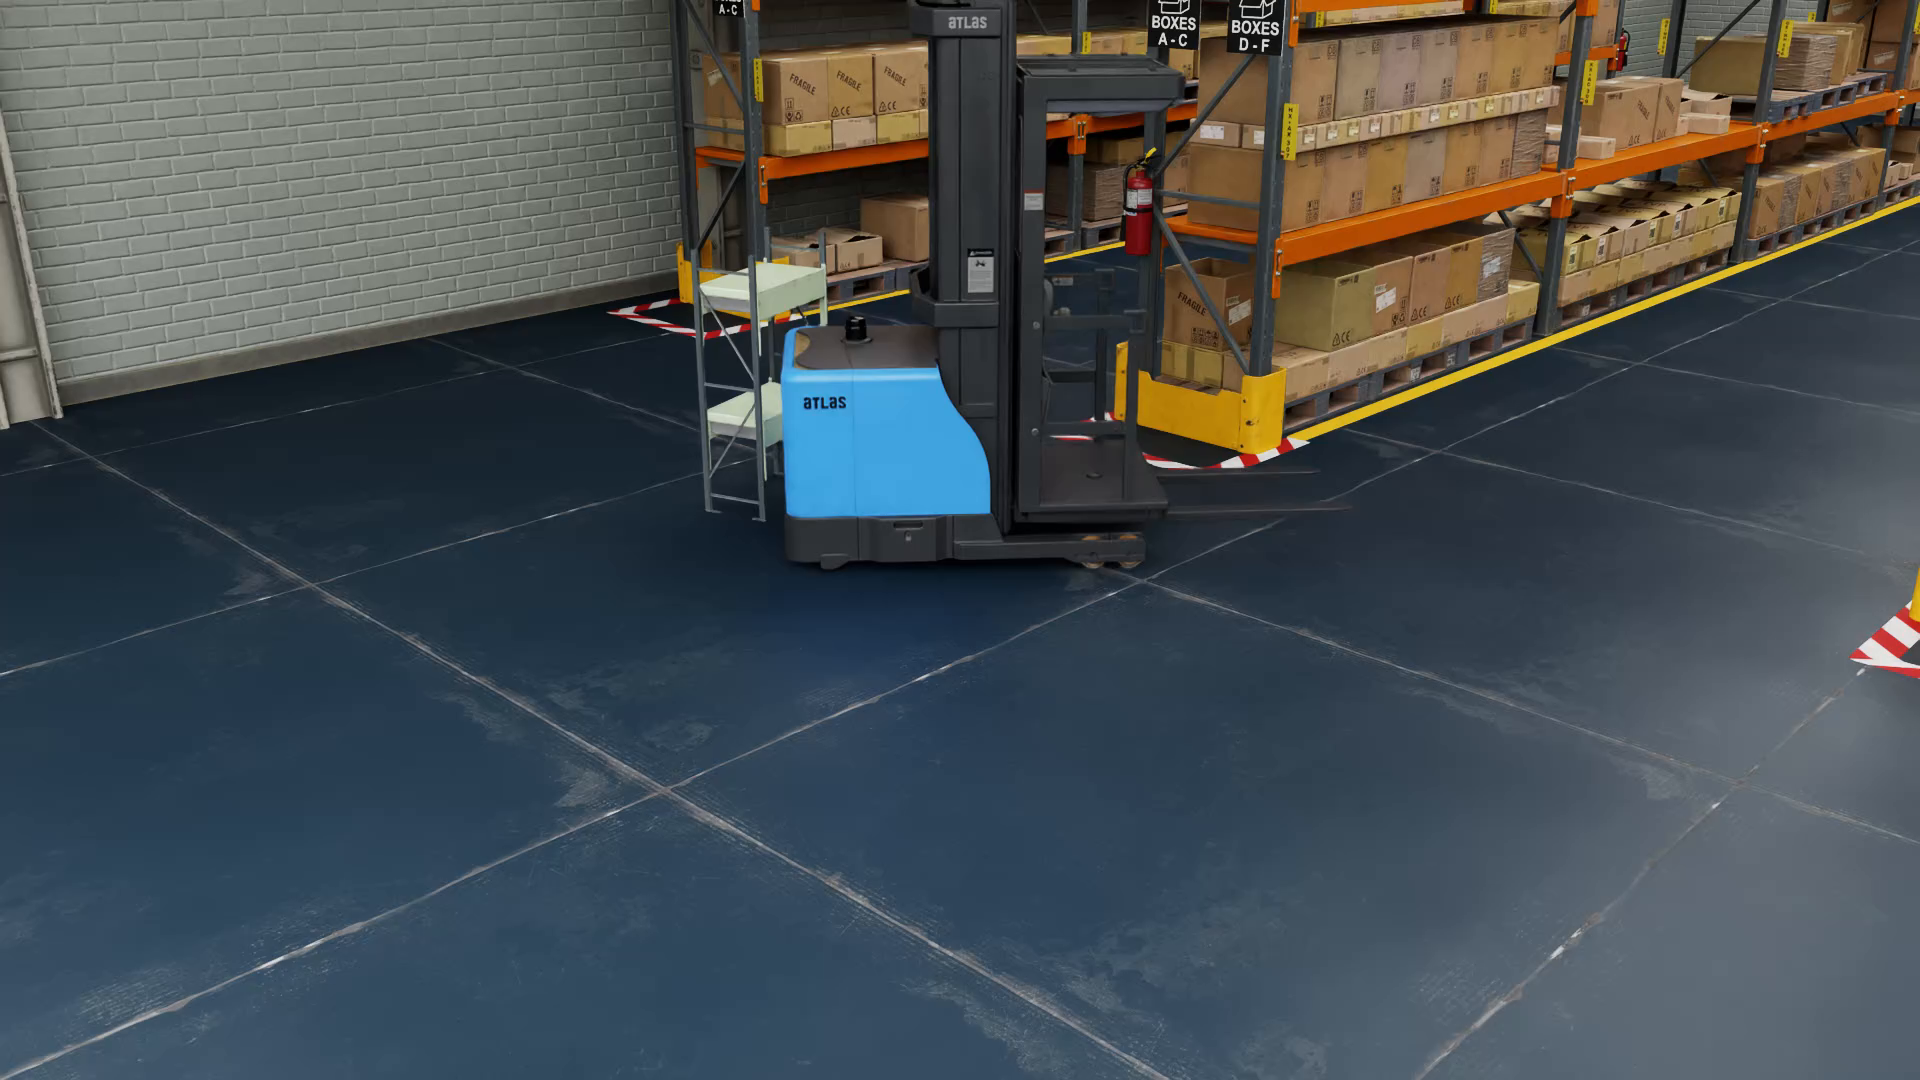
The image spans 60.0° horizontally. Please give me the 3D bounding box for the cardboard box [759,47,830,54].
[{"bbox_3d":[-1.450,-3.956,14.321,0.500,0.500,0.500,-20,29,-41],"label":"cardboard box"}]

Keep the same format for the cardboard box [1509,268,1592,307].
[{"bbox_3d":[4.817,-2.109,13.627,0.500,0.250,0.500,18,28,39],"label":"cardboard box"}]

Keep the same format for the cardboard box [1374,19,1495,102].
[{"bbox_3d":[3.351,-3.432,11.876,0.700,0.500,0.500,19,28,41],"label":"cardboard box"}]

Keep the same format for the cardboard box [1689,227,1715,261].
[{"bbox_3d":[6.599,-2.765,15.336,0.500,0.250,0.500,19,28,40],"label":"cardboard box"}]

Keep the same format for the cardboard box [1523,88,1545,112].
[{"bbox_3d":[4.148,-3.317,12.481,0.380,0.149,0.250,19,28,40],"label":"cardboard box"}]

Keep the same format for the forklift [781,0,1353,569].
[{"bbox_3d":[0.569,-1.410,8.658,3.031,2.935,1.130,-2,21,-4],"label":"forklift"}]

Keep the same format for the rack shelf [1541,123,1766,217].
[{"bbox_3d":[5.753,-3.333,14.567,1.077,0.370,4.000,19,28,41],"label":"rack shelf"}]

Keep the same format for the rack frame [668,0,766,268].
[{"bbox_3d":[-1.985,-3.365,13.649,1.000,3.000,0.127,19,28,41],"label":"rack frame"}]

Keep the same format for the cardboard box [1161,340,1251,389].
[{"bbox_3d":[1.730,-1.251,11.394,0.500,0.250,0.500,19,28,41],"label":"cardboard box"}]

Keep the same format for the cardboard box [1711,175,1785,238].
[{"bbox_3d":[7.670,-3.267,16.263,0.500,0.500,0.500,-19,28,-40],"label":"cardboard box"}]

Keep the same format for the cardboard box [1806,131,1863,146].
[{"bbox_3d":[10.133,-4.467,19.386,0.500,0.500,0.500,19,28,41],"label":"cardboard box"}]

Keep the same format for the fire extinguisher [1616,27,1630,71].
[{"bbox_3d":[9.613,-7.191,24.230,0.296,0.674,0.183,19,28,41],"label":"fire extinguisher"}]

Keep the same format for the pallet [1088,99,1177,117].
[{"bbox_3d":[1.443,-4.464,16.774,1.003,0.211,1.213,19,28,41],"label":"pallet"}]

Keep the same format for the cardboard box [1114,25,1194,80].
[{"bbox_3d":[2.017,-5.086,17.375,0.500,0.500,0.700,-16,26,-35],"label":"cardboard box"}]

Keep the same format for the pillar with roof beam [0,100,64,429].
[{"bbox_3d":[-3.217,-3.942,6.788,9.100,9.000,0.400,19,28,41],"label":"pillar with roof beam"}]

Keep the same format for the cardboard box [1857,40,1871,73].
[{"bbox_3d":[10.103,-5.450,18.934,0.500,0.500,0.500,-20,28,-41],"label":"cardboard box"}]

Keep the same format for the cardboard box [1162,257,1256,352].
[{"bbox_3d":[1.728,-1.601,11.261,0.500,0.500,0.500,19,28,41],"label":"cardboard box"}]

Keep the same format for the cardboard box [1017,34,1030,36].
[{"bbox_3d":[0.328,-4.614,16.034,0.500,0.500,0.500,18,28,39],"label":"cardboard box"}]

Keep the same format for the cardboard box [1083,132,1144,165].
[{"bbox_3d":[1.612,-4.089,17.358,0.500,0.250,0.500,19,28,40],"label":"cardboard box"}]

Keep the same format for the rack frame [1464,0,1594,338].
[{"bbox_3d":[4.358,-3.154,13.100,1.000,3.000,0.127,19,28,41],"label":"rack frame"}]

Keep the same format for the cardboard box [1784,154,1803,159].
[{"bbox_3d":[8.708,-3.920,17.962,0.500,0.500,0.500,20,29,41],"label":"cardboard box"}]

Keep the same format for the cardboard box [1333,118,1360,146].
[{"bbox_3d":[2.353,-2.655,10.757,0.380,0.149,0.250,19,28,41],"label":"cardboard box"}]

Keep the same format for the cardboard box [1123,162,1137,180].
[{"bbox_3d":[1.632,-3.771,17.575,0.700,0.500,0.500,19,28,40],"label":"cardboard box"}]

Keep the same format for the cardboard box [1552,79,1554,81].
[{"bbox_3d":[8.352,-6.557,23.947,0.380,0.149,0.250,19,28,41],"label":"cardboard box"}]

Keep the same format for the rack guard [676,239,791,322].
[{"bbox_3d":[-1.932,-2.218,14.148,1.175,0.500,0.348,19,28,41],"label":"rack guard"}]

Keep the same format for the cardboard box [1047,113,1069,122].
[{"bbox_3d":[0.693,-4.135,15.833,0.500,0.250,0.500,19,28,41],"label":"cardboard box"}]

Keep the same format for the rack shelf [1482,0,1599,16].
[{"bbox_3d":[5.753,-4.733,14.029,1.077,0.370,4.000,19,28,41],"label":"rack shelf"}]

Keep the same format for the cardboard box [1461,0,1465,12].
[{"bbox_3d":[6.244,-6.810,20.986,0.500,0.250,0.500,-19,28,-41],"label":"cardboard box"}]

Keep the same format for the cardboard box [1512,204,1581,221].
[{"bbox_3d":[5.143,-2.768,14.560,0.500,0.311,0.500,19,28,40],"label":"cardboard box"}]

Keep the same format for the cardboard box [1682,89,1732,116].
[{"bbox_3d":[6.863,-4.058,15.577,0.500,0.311,0.500,-18,27,-39],"label":"cardboard box"}]

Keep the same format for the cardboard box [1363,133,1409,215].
[{"bbox_3d":[2.616,-2.552,11.394,0.700,0.500,0.500,19,28,41],"label":"cardboard box"}]

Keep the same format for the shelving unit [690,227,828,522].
[{"bbox_3d":[-1.108,-0.954,9.465,0.431,1.500,0.755,10,23,24],"label":"shelving unit"}]

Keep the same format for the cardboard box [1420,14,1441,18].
[{"bbox_3d":[5.540,-6.202,20.448,0.500,0.500,0.500,19,28,41],"label":"cardboard box"}]

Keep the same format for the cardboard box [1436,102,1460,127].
[{"bbox_3d":[3.251,-2.985,11.617,0.250,0.149,0.380,-19,28,-40],"label":"cardboard box"}]

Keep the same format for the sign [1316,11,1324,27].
[{"bbox_3d":[3.992,-5.792,18.458,0.100,0.325,0.005,19,28,41],"label":"sign"}]

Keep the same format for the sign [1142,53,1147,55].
[{"bbox_3d":[1.188,-2.917,10.538,0.100,0.325,0.005,19,28,41],"label":"sign"}]

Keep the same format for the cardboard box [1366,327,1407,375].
[{"bbox_3d":[2.796,-1.379,11.728,0.500,0.250,0.500,19,28,41],"label":"cardboard box"}]

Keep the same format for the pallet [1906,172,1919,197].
[{"bbox_3d":[11.269,-4.400,20.230,1.003,0.211,1.213,19,28,41],"label":"pallet"}]

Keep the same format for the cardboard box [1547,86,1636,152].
[{"bbox_3d":[5.273,-3.530,13.938,0.500,0.500,0.500,-18,27,-38],"label":"cardboard box"}]

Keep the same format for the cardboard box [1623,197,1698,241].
[{"bbox_3d":[6.247,-2.896,14.895,0.500,0.311,0.500,19,28,40],"label":"cardboard box"}]

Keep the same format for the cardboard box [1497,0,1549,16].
[{"bbox_3d":[7.290,-6.911,22.457,0.980,0.700,0.700,18,28,39],"label":"cardboard box"}]

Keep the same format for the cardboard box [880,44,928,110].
[{"bbox_3d":[-0.368,-4.093,14.679,0.500,0.500,0.500,-19,28,-40],"label":"cardboard box"}]

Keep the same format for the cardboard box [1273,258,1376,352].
[{"bbox_3d":[2.448,-1.600,11.258,0.500,0.500,0.500,19,28,41],"label":"cardboard box"}]

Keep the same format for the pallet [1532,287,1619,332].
[{"bbox_3d":[4.844,-2.052,14.119,1.003,0.211,1.213,19,28,41],"label":"pallet"}]

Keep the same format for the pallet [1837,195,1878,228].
[{"bbox_3d":[9.398,-3.691,18.382,1.003,0.211,1.213,19,28,41],"label":"pallet"}]

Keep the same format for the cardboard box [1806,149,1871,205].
[{"bbox_3d":[9.449,-3.926,17.978,0.500,0.500,0.500,19,28,41],"label":"cardboard box"}]

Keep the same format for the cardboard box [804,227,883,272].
[{"bbox_3d":[-1.040,-2.617,14.837,0.500,0.311,0.500,-17,27,-38],"label":"cardboard box"}]

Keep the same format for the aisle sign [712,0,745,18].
[{"bbox_3d":[-1.820,-4.485,12.939,0.394,0.787,0.004,19,28,41],"label":"aisle sign"}]

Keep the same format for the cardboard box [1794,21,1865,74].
[{"bbox_3d":[9.448,-5.388,18.186,0.700,0.500,0.500,9,23,23],"label":"cardboard box"}]
